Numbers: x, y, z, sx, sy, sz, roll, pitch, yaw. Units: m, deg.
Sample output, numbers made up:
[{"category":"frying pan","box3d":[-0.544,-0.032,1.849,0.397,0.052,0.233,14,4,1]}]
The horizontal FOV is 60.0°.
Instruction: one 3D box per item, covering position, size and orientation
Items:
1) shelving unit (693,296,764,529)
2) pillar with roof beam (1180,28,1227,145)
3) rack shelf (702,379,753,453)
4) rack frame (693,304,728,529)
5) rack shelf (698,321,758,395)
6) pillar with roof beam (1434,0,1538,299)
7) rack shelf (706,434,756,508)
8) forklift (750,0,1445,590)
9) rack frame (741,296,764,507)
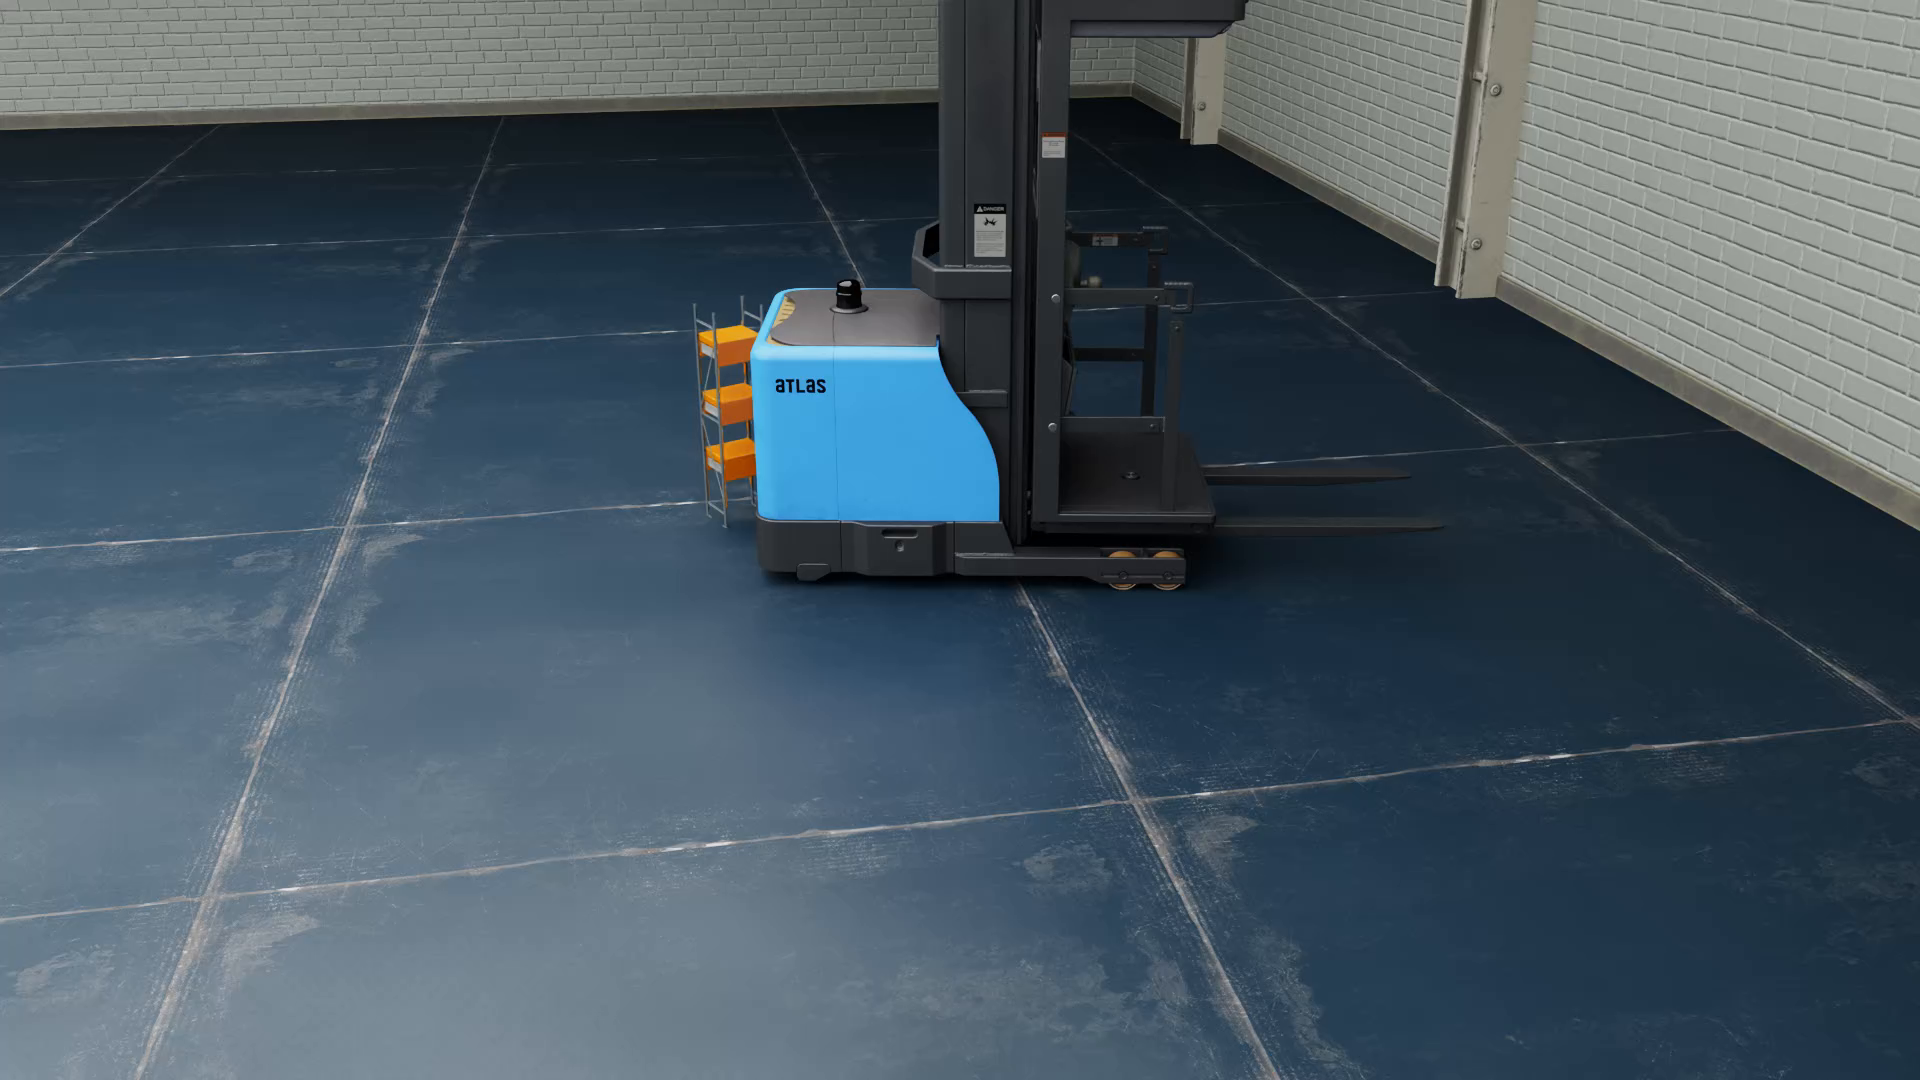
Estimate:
[{"category":"shelving unit","box3d":[-1.059,-0.594,7.797,0.252,1.050,0.215,-16,28,-32]},{"category":"pillar with roof beam","box3d":[-1.744,-7.939,14.685,9.100,9.000,0.400,-4,24,-10]},{"category":"rack shelf","box3d":[-1.059,-0.584,7.801,0.240,0.259,0.215,-16,28,-32]},{"category":"rack frame","box3d":[-1.159,-0.566,7.733,0.008,1.050,0.200,-16,28,-32]},{"category":"rack shelf","box3d":[-1.058,-0.844,7.687,0.240,0.259,0.215,-16,28,-32]},{"category":"pillar with roof beam","box3d":[-0.635,-5.579,9.281,9.100,9.000,0.400,-4,24,-10]},{"category":"rack shelf","box3d":[-1.060,-0.330,7.913,0.240,0.259,0.215,-16,28,-32]},{"category":"forklift","box3d":[0.629,-1.340,7.155,3.031,2.935,1.130,0,24,1]},{"category":"rack frame","box3d":[-0.959,-0.622,7.861,0.008,1.050,0.200,-16,28,-32]}]
